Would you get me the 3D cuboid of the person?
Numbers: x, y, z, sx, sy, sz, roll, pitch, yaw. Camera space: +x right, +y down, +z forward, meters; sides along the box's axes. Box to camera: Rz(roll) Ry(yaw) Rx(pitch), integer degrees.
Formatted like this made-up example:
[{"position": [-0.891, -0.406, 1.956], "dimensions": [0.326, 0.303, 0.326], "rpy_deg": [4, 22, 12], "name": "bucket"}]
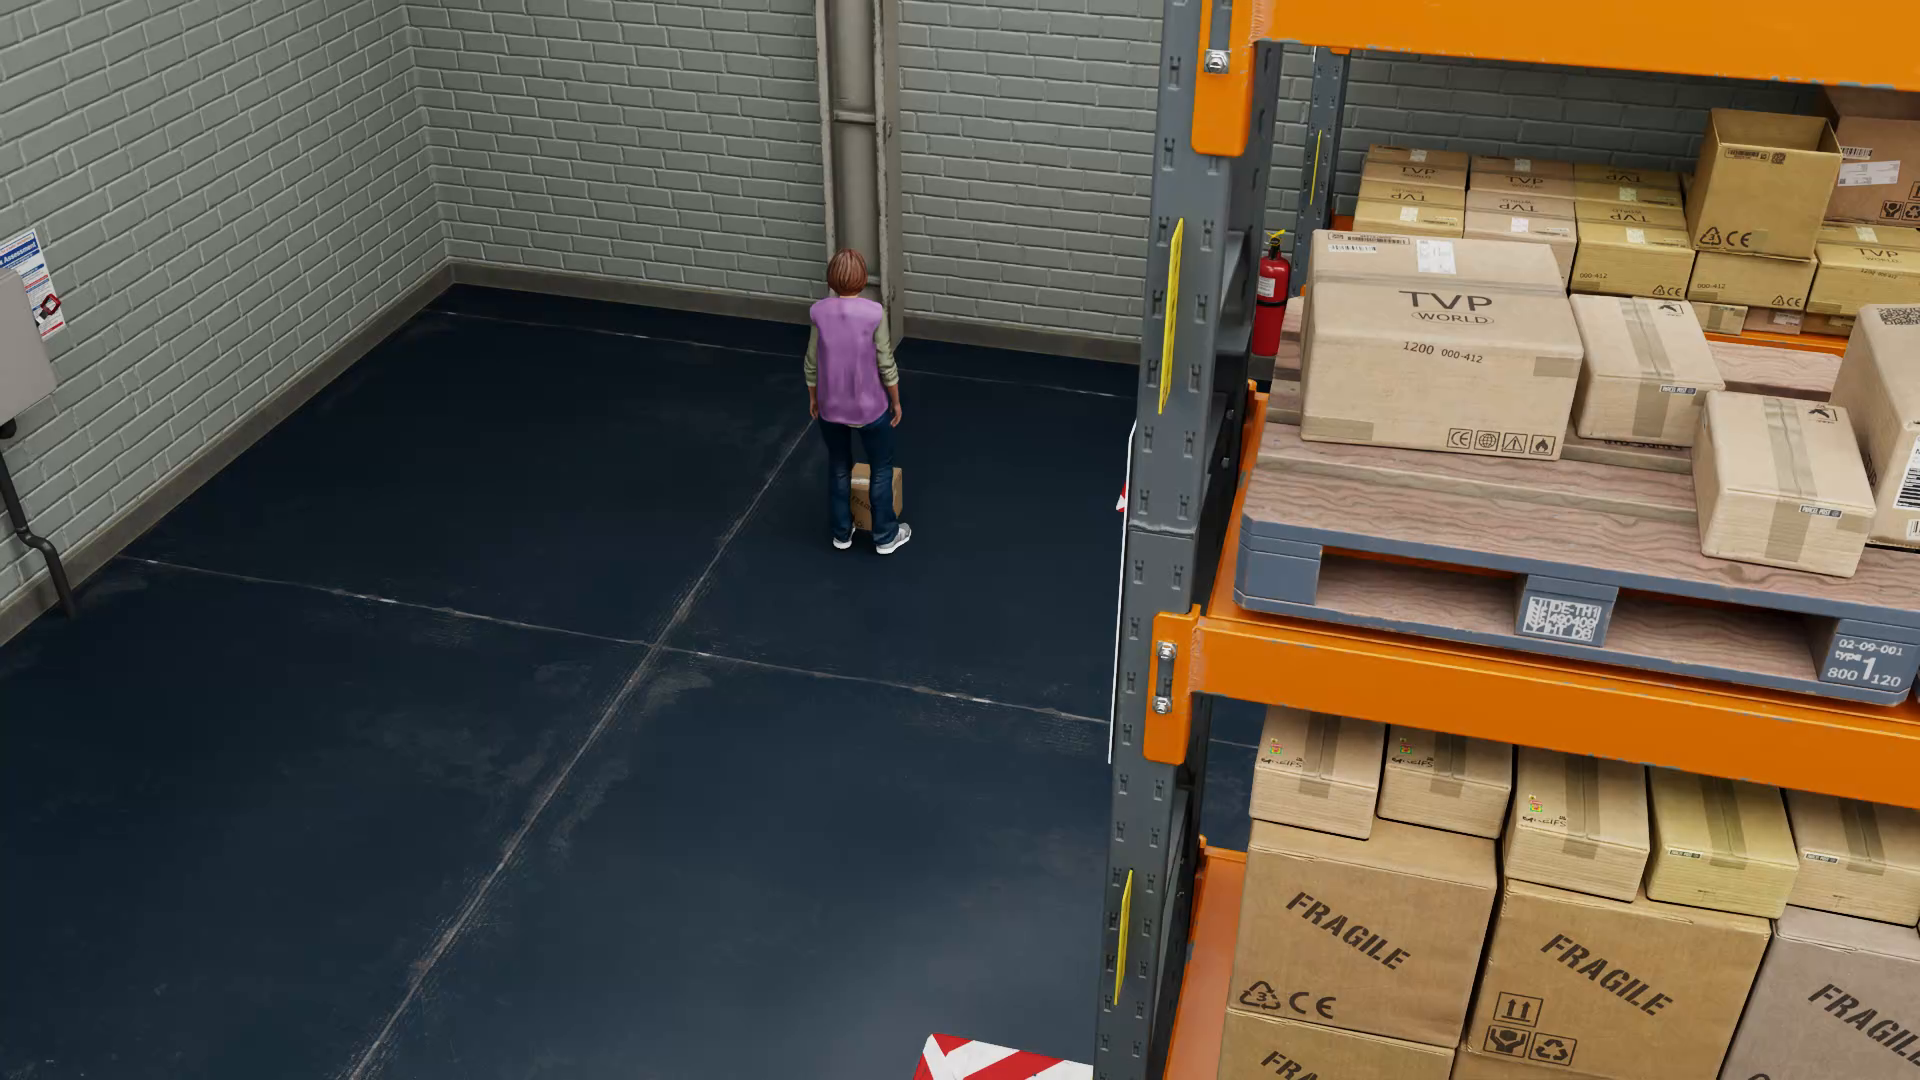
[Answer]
[{"position": [-0.513, -0.652, 8.143], "dimensions": [0.485, 1.593, 0.343], "rpy_deg": [6, 34, 10], "name": "person"}]
